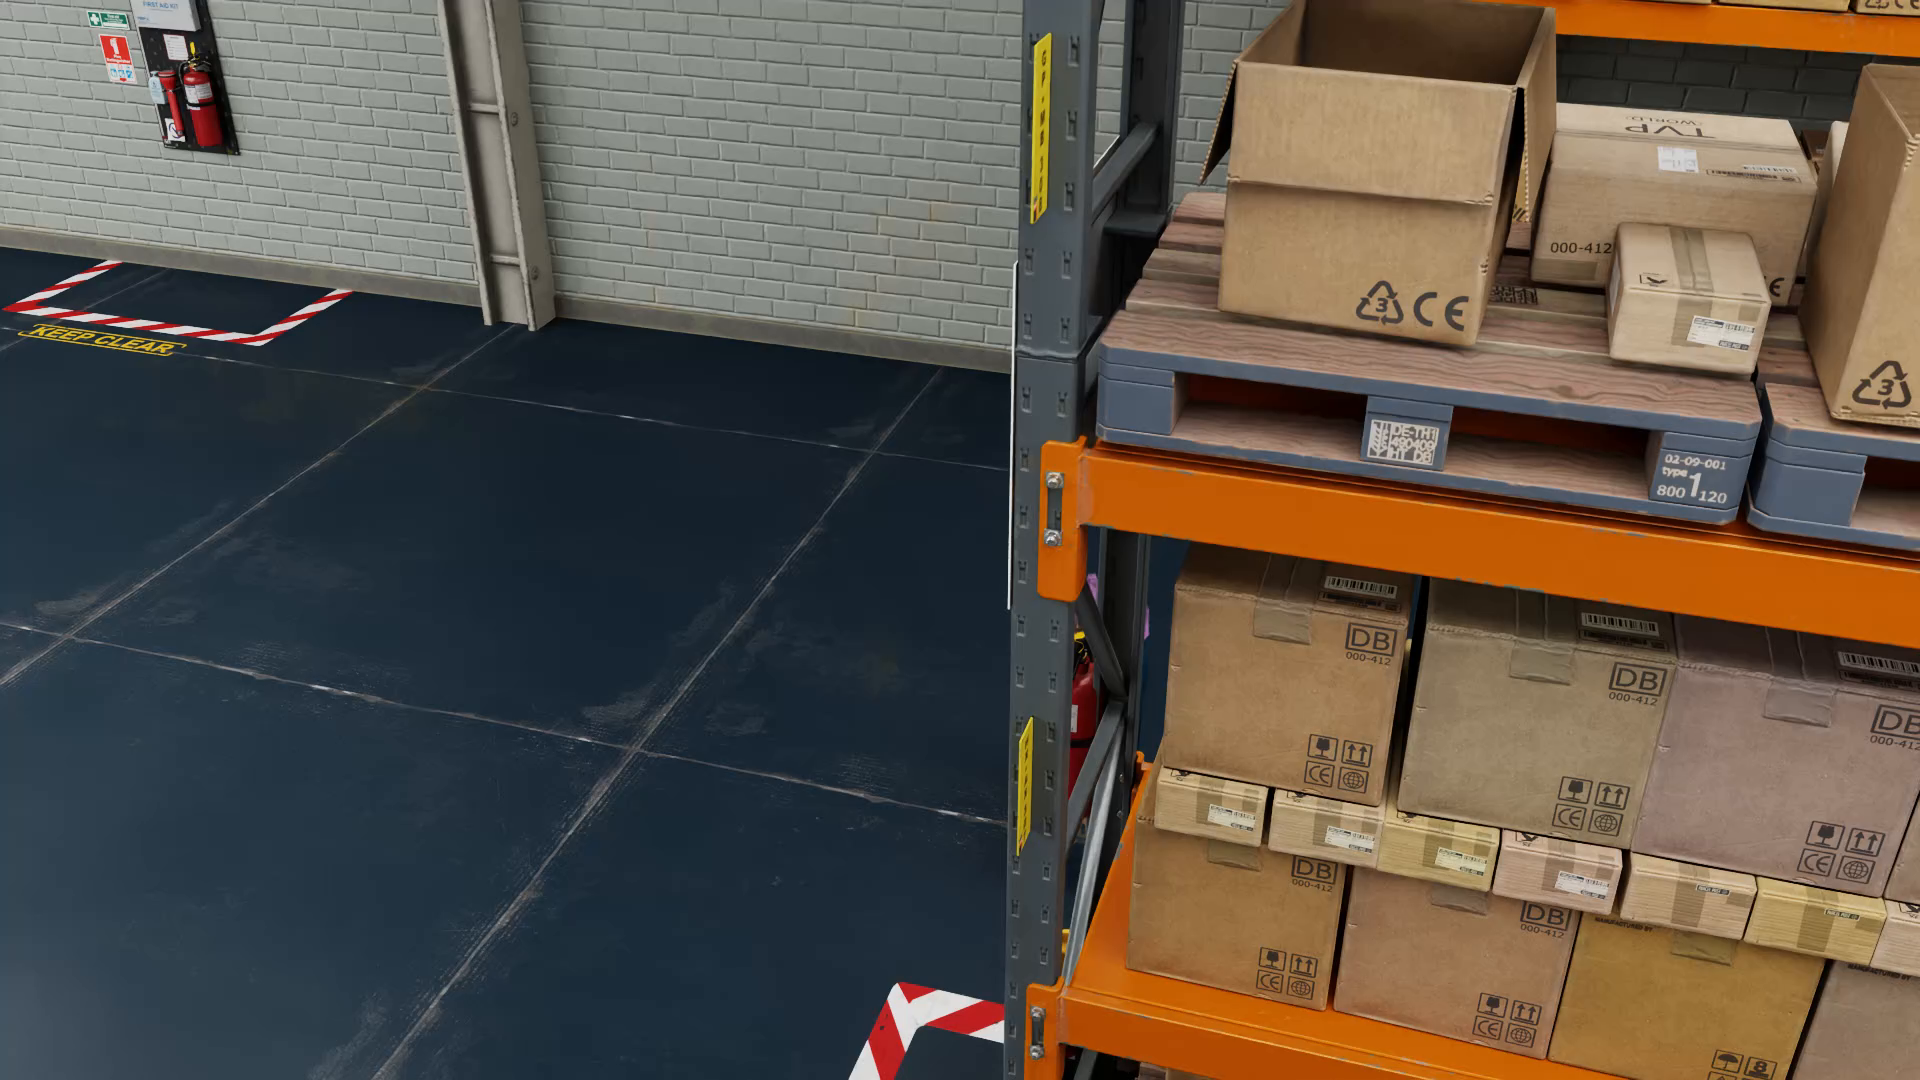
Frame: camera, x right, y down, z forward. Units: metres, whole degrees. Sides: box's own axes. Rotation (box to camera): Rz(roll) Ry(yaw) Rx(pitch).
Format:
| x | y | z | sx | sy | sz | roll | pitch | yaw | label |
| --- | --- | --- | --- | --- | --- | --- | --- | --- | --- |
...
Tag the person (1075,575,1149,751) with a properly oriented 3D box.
| x | y | z | sx | sy | sz | roll | pitch | yaw | label |
| --- | --- | --- | --- | --- | --- | --- | --- | --- | --- |
| 0.502 | 0.658 | 6.441 | 0.378 | 1.146 | 0.810 | 8 | 31 | 14 | person |
